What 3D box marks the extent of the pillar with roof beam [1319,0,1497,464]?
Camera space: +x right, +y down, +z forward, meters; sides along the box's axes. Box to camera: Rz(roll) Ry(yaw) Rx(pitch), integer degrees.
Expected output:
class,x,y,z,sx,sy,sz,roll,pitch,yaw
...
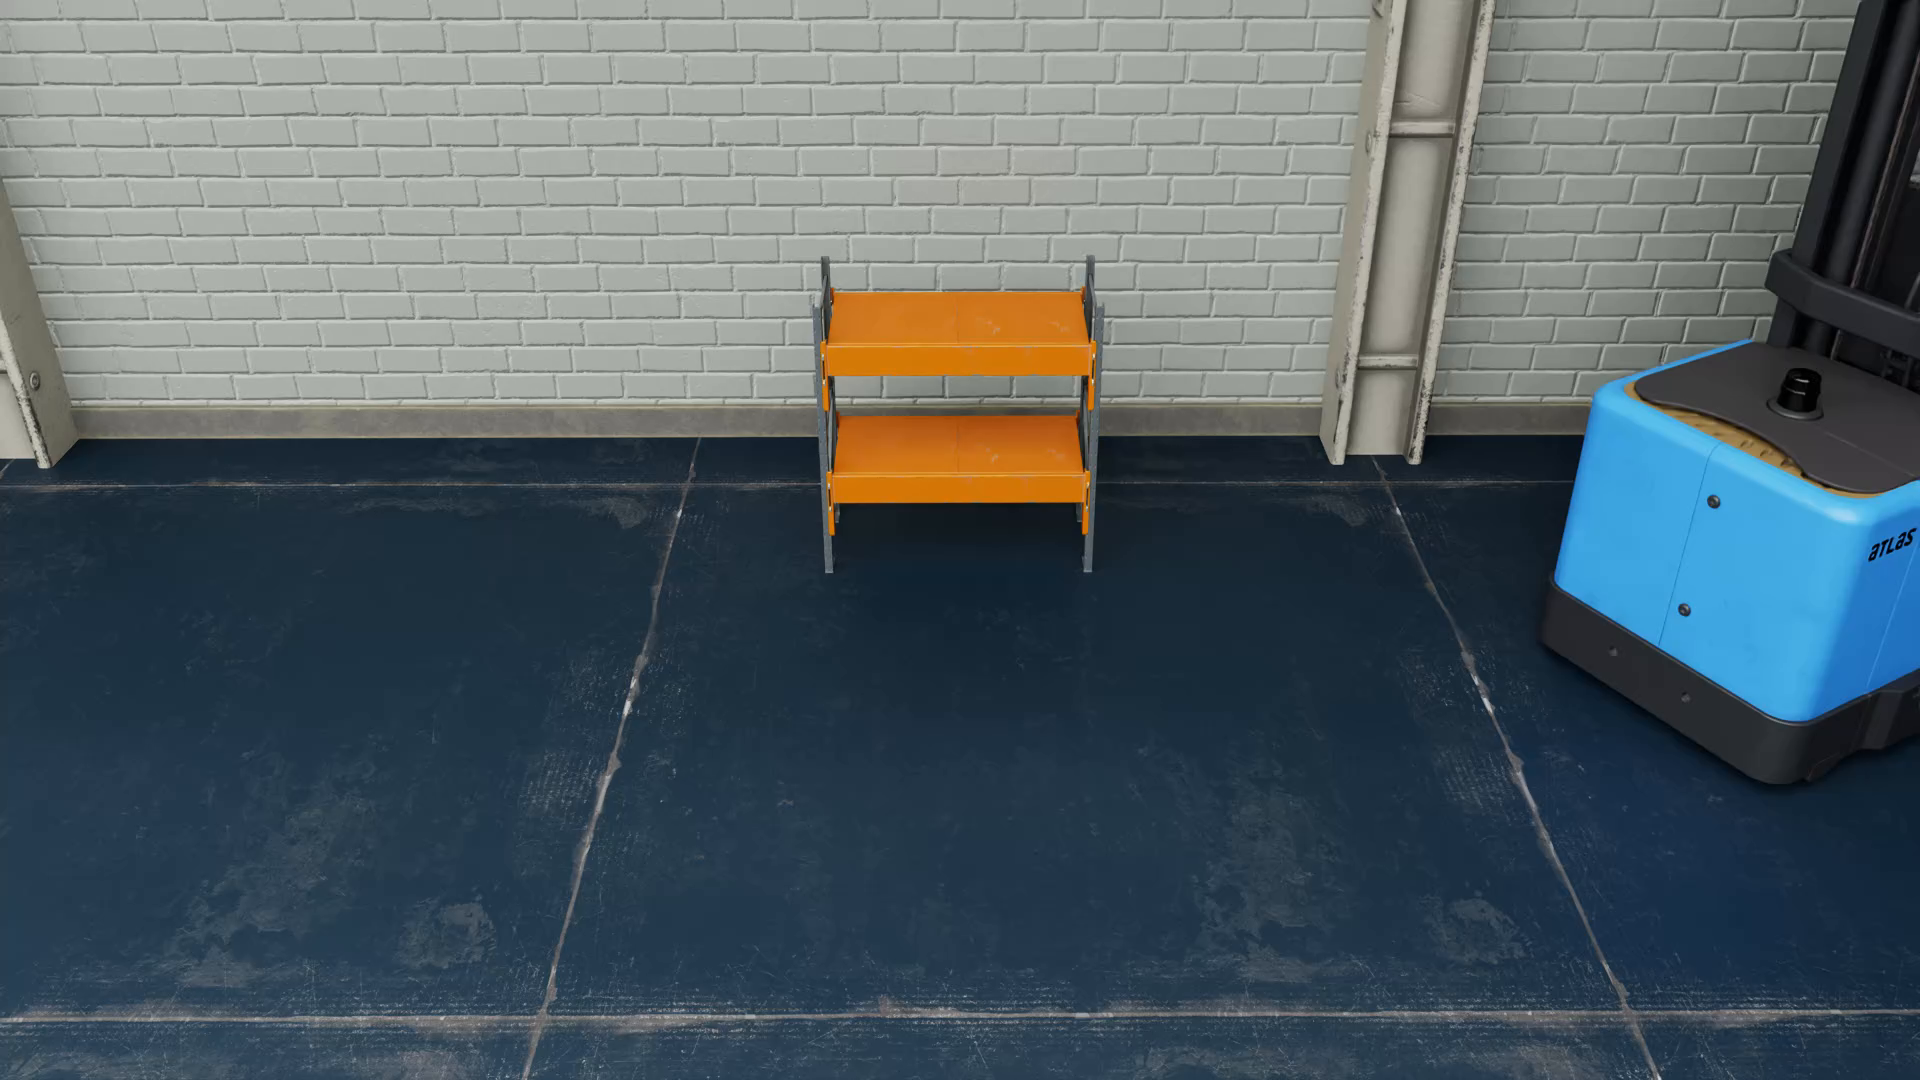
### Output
class,x,y,z,sx,sy,sz,roll,pitch,yaw
pillar with roof beam,1.853,-2.027,1.416,0.400,9.000,9.100,0,31,0

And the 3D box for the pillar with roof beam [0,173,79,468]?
class,x,y,z,sx,sy,sz,roll,pitch,yaw
pillar with roof beam,-4.147,-2.008,1.385,0.400,9.000,9.100,0,31,0

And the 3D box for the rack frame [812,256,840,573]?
class,x,y,z,sx,sy,sz,roll,pitch,yaw
rack frame,-0.515,-0.479,6.456,0.032,1.125,0.500,0,31,0

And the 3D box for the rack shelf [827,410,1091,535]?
class,x,y,z,sx,sy,sz,roll,pitch,yaw
rack shelf,-0.007,-0.272,6.585,1.000,0.278,0.538,0,31,0

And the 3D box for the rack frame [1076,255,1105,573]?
class,x,y,z,sx,sy,sz,roll,pitch,yaw
rack frame,0.502,-0.482,6.461,0.032,1.125,0.500,0,31,0

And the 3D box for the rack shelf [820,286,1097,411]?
class,x,y,z,sx,sy,sz,roll,pitch,yaw
rack shelf,-0.007,-0.731,6.306,1.000,0.278,0.538,0,31,0

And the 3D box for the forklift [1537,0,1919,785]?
class,x,y,z,sx,sy,sz,roll,pitch,yaw
forklift,3.630,-1.019,5.604,3.031,2.935,1.130,-17,35,-26

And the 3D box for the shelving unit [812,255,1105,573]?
class,x,y,z,sx,sy,sz,roll,pitch,yaw
shelving unit,-0.007,-0.481,6.458,1.048,1.125,0.538,0,31,0
